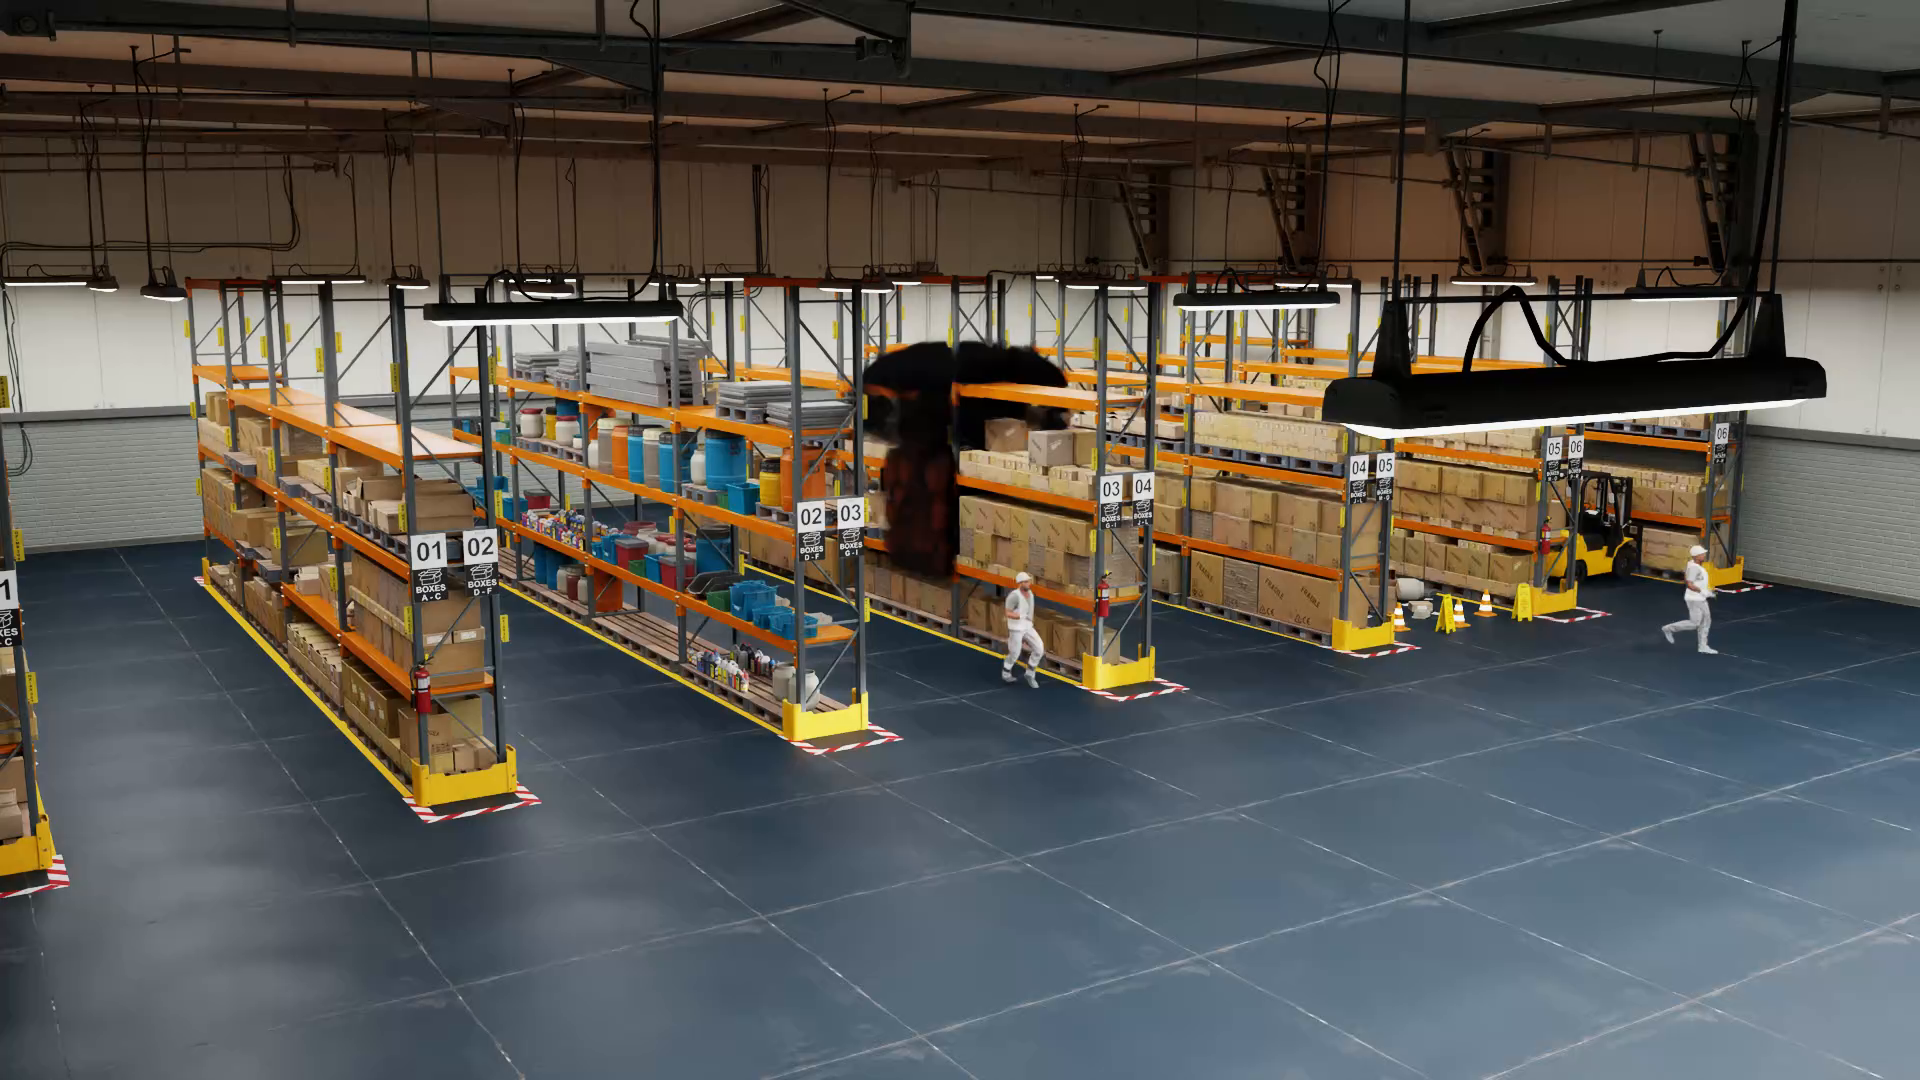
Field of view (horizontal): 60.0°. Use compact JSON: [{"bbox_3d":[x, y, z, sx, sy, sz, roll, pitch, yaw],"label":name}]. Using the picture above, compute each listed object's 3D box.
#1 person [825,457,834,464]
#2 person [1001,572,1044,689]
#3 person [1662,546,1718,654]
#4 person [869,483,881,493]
[{"bbox_3d":[-3.226,-1.246,40.303,0.738,1.701,0.557,2,10,10],"label":"person"},{"bbox_3d":[0.911,1.342,24.734,0.670,1.782,0.794,-8,12,-40],"label":"person"},{"bbox_3d":[11.919,0.960,27.023,0.869,1.763,0.685,6,11,30],"label":"person"},{"bbox_3d":[-1.971,-0.568,37.026,0.623,1.508,1.020,-5,11,-27],"label":"person"}]
